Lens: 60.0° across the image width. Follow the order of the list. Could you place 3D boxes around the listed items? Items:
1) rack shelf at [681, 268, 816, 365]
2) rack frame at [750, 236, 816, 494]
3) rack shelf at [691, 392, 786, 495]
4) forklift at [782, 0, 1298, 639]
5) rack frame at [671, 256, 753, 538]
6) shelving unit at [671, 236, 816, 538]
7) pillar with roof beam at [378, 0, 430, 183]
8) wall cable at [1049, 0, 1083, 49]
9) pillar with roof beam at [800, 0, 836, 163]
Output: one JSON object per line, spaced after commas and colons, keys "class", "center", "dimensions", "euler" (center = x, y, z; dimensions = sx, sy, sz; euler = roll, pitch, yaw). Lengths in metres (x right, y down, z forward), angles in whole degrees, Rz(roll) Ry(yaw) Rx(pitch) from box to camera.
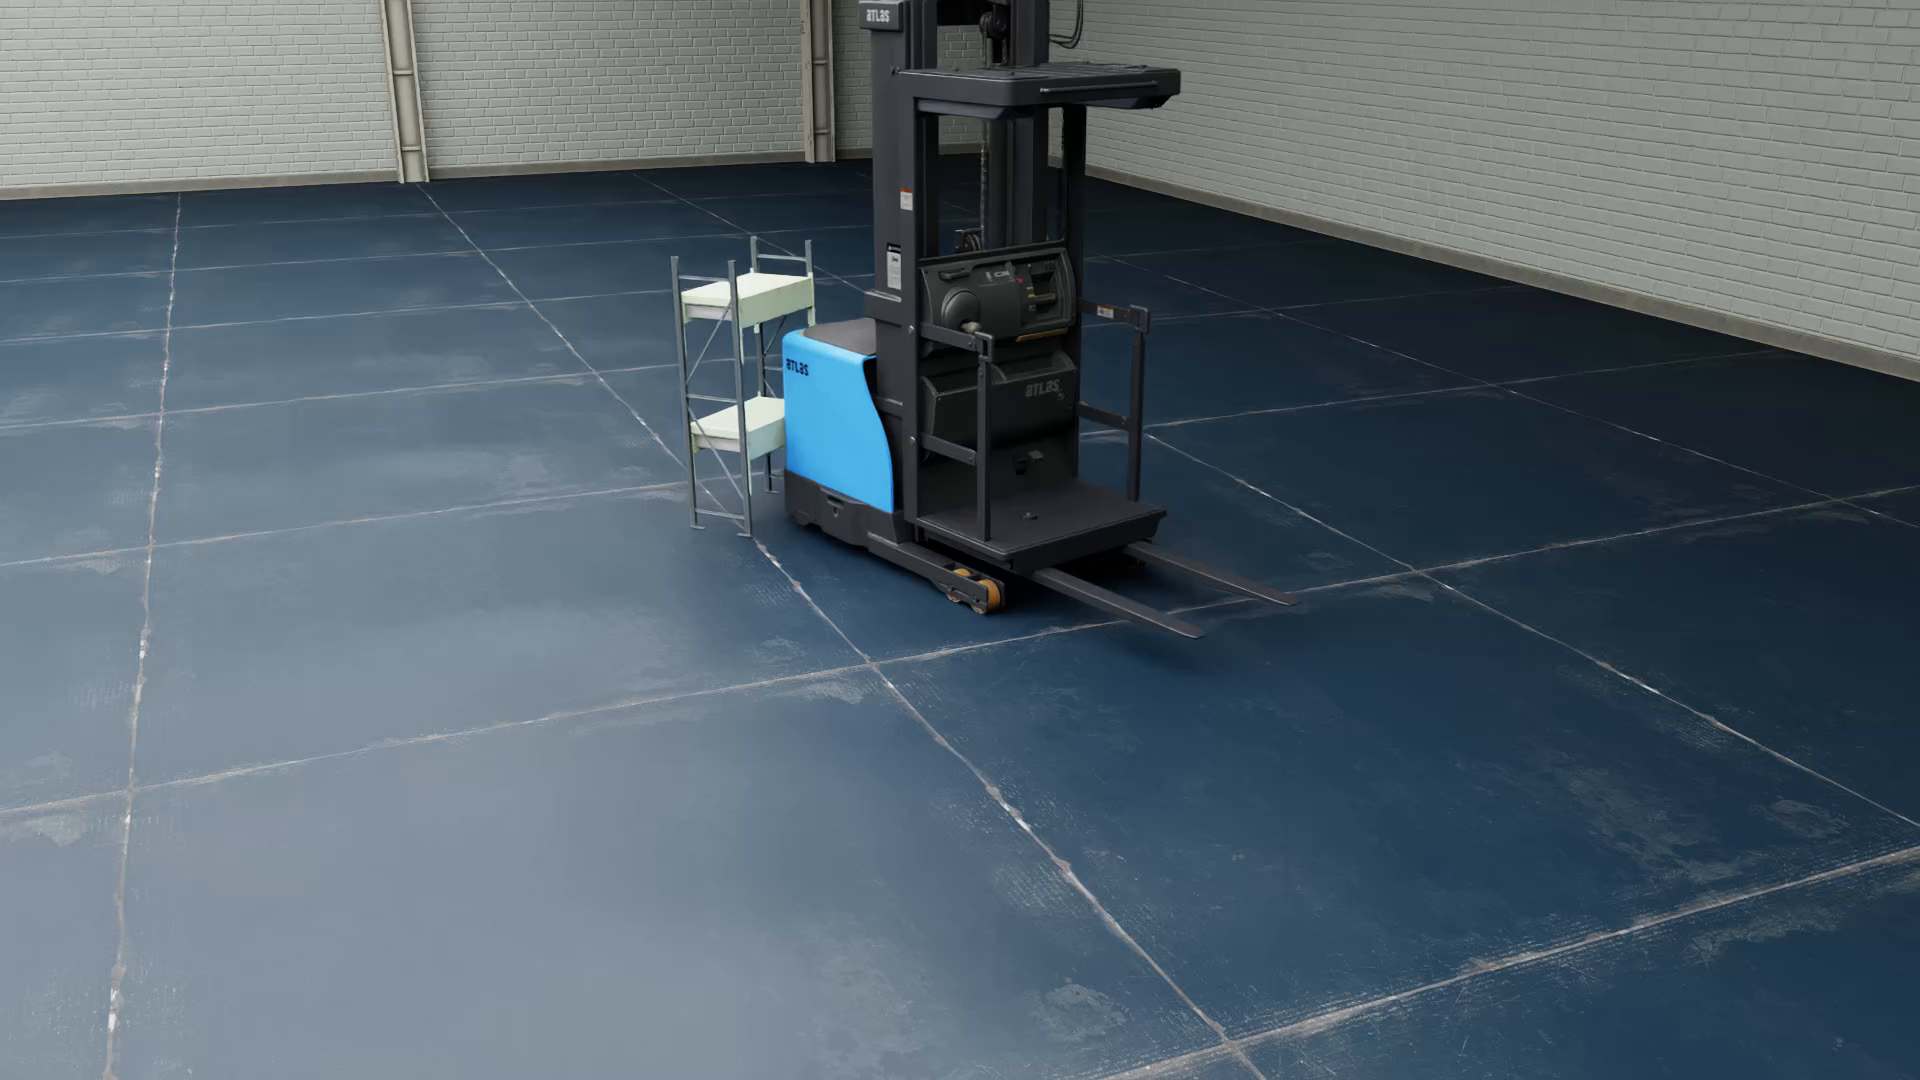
{"class": "rack shelf", "center": [-1.160, -1.230, 9.068], "dimensions": [0.431, 0.370, 0.720], "euler": [9, 21, 26]}
{"class": "rack frame", "center": [-0.983, -0.968, 9.500], "dimensions": [0.400, 1.500, 0.023], "euler": [9, 21, 26]}
{"class": "rack shelf", "center": [-1.147, -0.552, 9.299], "dimensions": [0.431, 0.370, 0.720], "euler": [9, 21, 26]}
{"class": "forklift", "center": [0.333, -1.212, 8.052], "dimensions": [1.130, 2.935, 3.031], "euler": [-15, 24, -36]}
{"class": "rack frame", "center": [-1.323, -0.753, 8.888], "dimensions": [0.400, 1.500, 0.023], "euler": [9, 21, 26]}
{"class": "shelving unit", "center": [-1.153, -0.861, 9.194], "dimensions": [0.431, 1.500, 0.755], "euler": [9, 21, 26]}
{"class": "pillar with roof beam", "center": [-5.951, -7.962, 18.086], "dimensions": [0.400, 9.000, 9.100], "euler": [-8, 21, -22]}
{"class": "wall cable", "center": [1.082, -8.584, 24.528], "dimensions": [0.112, 2.526, 3.097], "euler": [-8, 21, -22]}
{"class": "pillar with roof beam", "center": [-0.442, -8.752, 20.328], "dimensions": [0.400, 9.000, 9.100], "euler": [-8, 21, -22]}
